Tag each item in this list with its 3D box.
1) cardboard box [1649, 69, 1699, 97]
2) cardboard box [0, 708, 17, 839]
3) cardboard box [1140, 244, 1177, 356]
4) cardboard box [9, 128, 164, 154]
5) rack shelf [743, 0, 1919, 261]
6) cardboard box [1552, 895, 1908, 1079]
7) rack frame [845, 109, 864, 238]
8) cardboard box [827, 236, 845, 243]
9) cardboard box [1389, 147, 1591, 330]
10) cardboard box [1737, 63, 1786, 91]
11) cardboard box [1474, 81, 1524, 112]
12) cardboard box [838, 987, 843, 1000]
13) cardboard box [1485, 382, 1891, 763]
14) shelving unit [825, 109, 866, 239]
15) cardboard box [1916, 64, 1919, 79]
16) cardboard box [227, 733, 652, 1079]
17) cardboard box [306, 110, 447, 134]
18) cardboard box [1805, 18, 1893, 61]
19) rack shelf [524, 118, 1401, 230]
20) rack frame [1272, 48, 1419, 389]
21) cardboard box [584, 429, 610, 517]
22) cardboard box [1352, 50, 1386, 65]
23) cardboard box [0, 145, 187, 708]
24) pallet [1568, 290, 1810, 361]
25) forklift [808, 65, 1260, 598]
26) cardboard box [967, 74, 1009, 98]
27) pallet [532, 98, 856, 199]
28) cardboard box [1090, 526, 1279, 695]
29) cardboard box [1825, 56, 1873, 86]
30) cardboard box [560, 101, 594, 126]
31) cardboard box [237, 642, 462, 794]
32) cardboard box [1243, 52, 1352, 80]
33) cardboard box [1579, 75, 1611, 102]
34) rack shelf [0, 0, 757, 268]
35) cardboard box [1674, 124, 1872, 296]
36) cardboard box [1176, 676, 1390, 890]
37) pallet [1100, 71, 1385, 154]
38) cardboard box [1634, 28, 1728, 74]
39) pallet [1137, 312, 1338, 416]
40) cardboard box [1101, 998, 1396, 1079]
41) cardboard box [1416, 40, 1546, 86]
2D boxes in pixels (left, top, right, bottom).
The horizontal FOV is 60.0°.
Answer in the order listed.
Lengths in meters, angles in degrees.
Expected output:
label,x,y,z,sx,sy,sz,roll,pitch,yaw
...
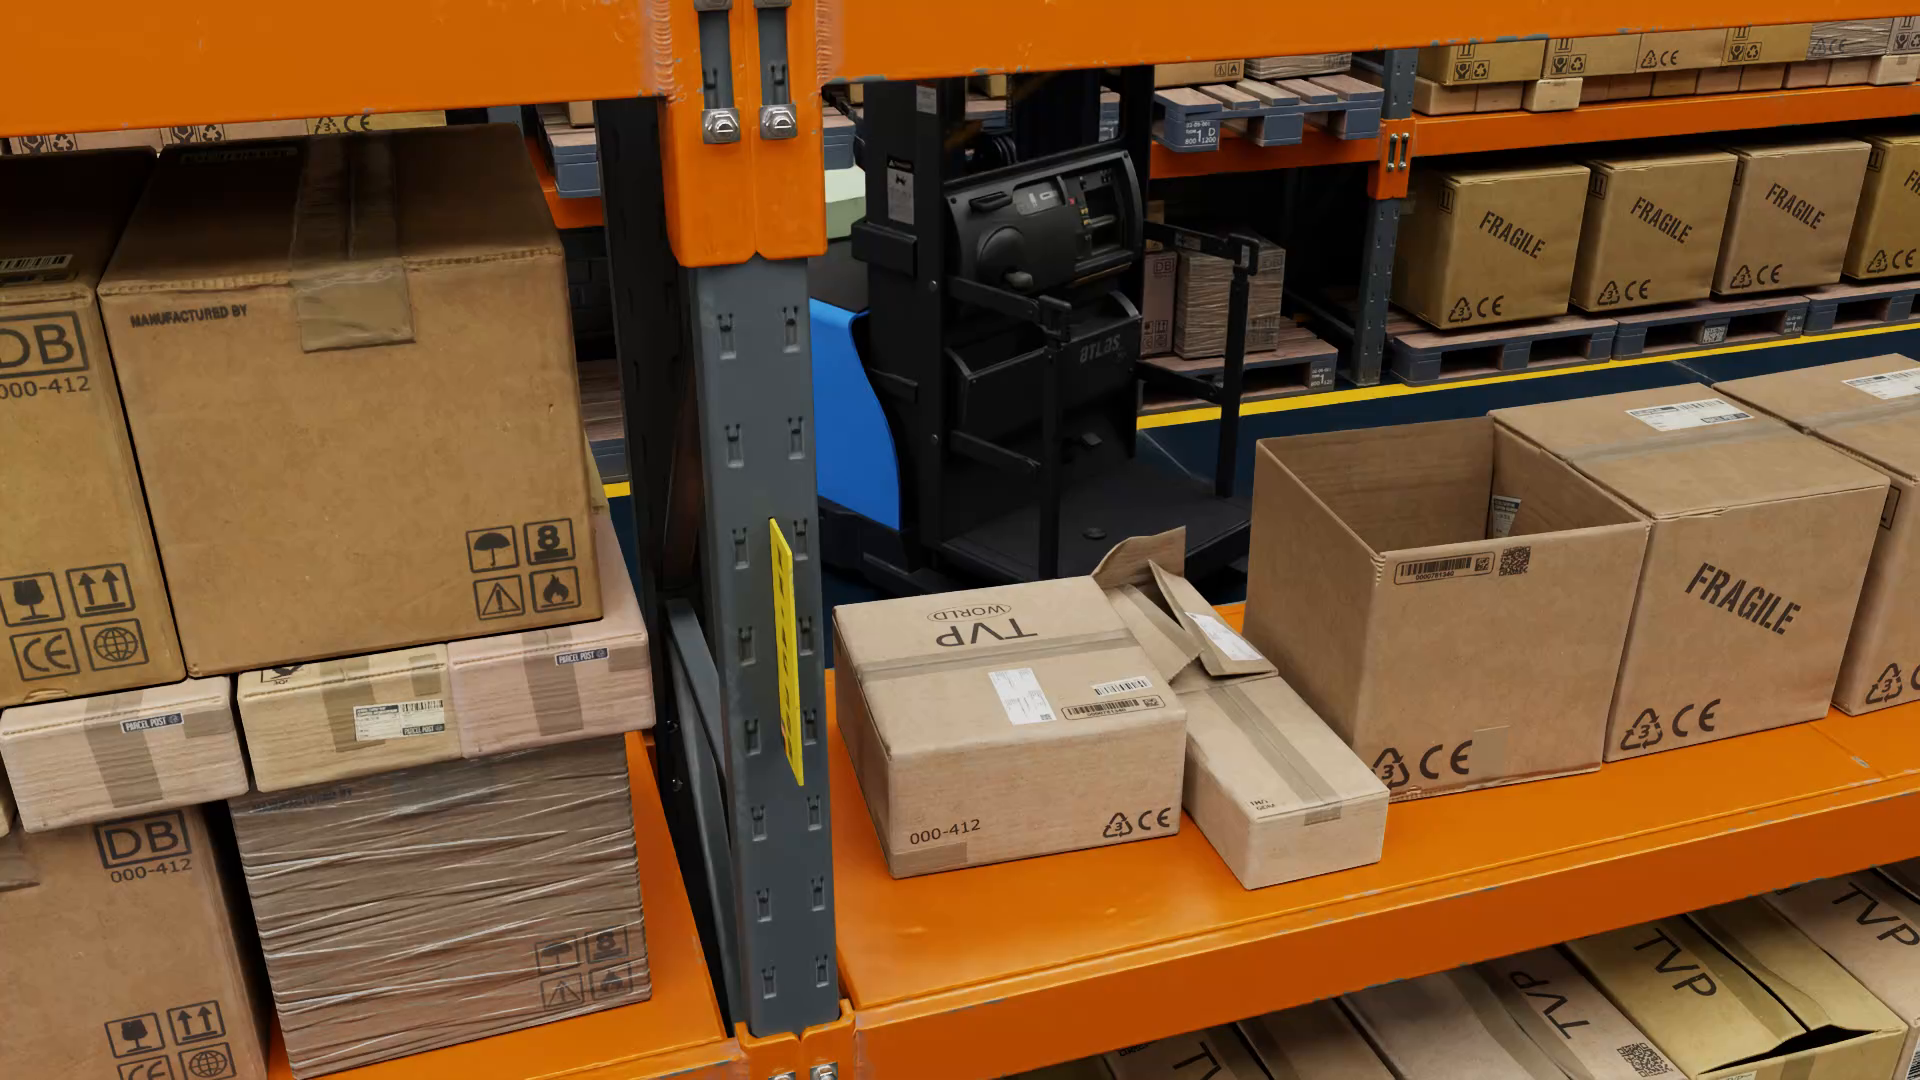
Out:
label,x,y,z,sx,sy,sz,roll,pitch,yaw
cardboard box,3.480,-2.349,8.368,0.250,0.149,0.380,-8,27,-15
cardboard box,-1.311,0.228,2.075,0.250,0.149,0.380,-8,28,-16
cardboard box,0.687,-1.251,8.212,0.500,0.500,0.700,-8,28,-16
cardboard box,-3.231,-1.711,6.126,0.500,0.500,0.500,-9,28,-18
rack shelf,1.517,-0.968,2.762,4.000,0.370,1.077,-8,28,-16
cardboard box,1.547,0.957,3.438,0.500,0.311,0.500,-7,27,-15
rack frame,-0.393,-1.051,7.121,0.023,1.500,0.400,-16,39,-27
cardboard box,-0.810,-1.349,7.567,0.500,0.250,0.500,-9,28,-17
cardboard box,2.621,-1.587,8.519,0.750,0.750,0.750,-9,28,-17
cardboard box,3.973,-2.409,8.489,0.250,0.149,0.380,-7,27,-14
cardboard box,2.508,-2.191,8.050,0.250,0.149,0.380,-8,27,-15
cardboard box,-0.089,0.944,3.464,0.500,0.311,0.500,-8,28,-16
cardboard box,1.328,0.044,3.177,0.500,0.500,0.500,-8,28,-16
shelving unit,-0.705,-0.961,6.953,0.755,1.500,0.431,-16,39,-27
cardboard box,4.958,-2.536,8.744,0.250,0.149,0.380,-7,27,-14
cardboard box,-0.805,0.348,2.564,0.500,0.500,0.700,-9,28,-17
cardboard box,-2.276,-1.847,6.400,0.500,0.500,0.500,-8,28,-16
cardboard box,4.361,-2.744,8.434,0.500,0.500,0.500,-8,28,-16
rack shelf,-0.021,-1.718,7.647,4.000,0.370,1.077,-8,28,-16
rack frame,1.881,-2.316,8.042,0.127,3.000,1.000,-8,28,-16
cardboard box,-0.700,-0.052,2.639,0.250,0.149,0.380,-8,28,-16
cardboard box,2.248,-2.680,8.305,0.500,0.500,0.500,-8,28,-16
cardboard box,-1.285,-0.163,2.134,0.500,0.500,0.700,-8,28,-16
pallet,3.812,-1.310,9.152,1.213,0.211,1.003,-8,28,-16
forklift,0.458,-1.084,5.638,3.031,2.935,1.130,24,35,39
cardboard box,0.259,-2.308,7.418,0.500,0.500,0.700,-8,28,-16
pallet,-1.151,-1.723,7.063,1.213,0.211,1.003,-8,28,-16
cardboard box,0.394,0.190,3.145,0.258,0.266,0.396,-9,28,-17
cardboard box,4.472,-2.469,8.610,0.250,0.149,0.380,-8,28,-16
cardboard box,-1.428,-2.063,6.925,0.500,0.500,0.700,-8,28,-16
cardboard box,-0.813,0.155,2.223,0.250,0.149,0.380,-9,28,-17
cardboard box,1.437,-2.489,7.783,0.500,0.500,0.700,-12,29,-22
cardboard box,2.988,-2.278,8.226,0.250,0.149,0.380,-9,28,-17
rack shelf,-2.287,-0.417,1.653,4.000,0.370,1.077,-8,28,-16
cardboard box,4.262,-1.824,8.996,0.750,0.750,0.750,-7,27,-15
cardboard box,0.521,0.406,2.842,0.250,0.149,0.380,-8,28,-16
pallet,1.236,-2.087,7.796,1.003,0.211,1.213,-8,28,-16
cardboard box,3.395,-2.598,8.140,0.500,0.500,0.500,-8,28,-16
pallet,1.137,-0.960,8.446,1.213,0.211,1.003,-8,28,-16
cardboard box,0.563,1.103,3.145,0.500,0.311,0.500,-9,28,-17
cardboard box,2.422,-2.462,7.866,0.500,0.500,0.500,-7,27,-15
